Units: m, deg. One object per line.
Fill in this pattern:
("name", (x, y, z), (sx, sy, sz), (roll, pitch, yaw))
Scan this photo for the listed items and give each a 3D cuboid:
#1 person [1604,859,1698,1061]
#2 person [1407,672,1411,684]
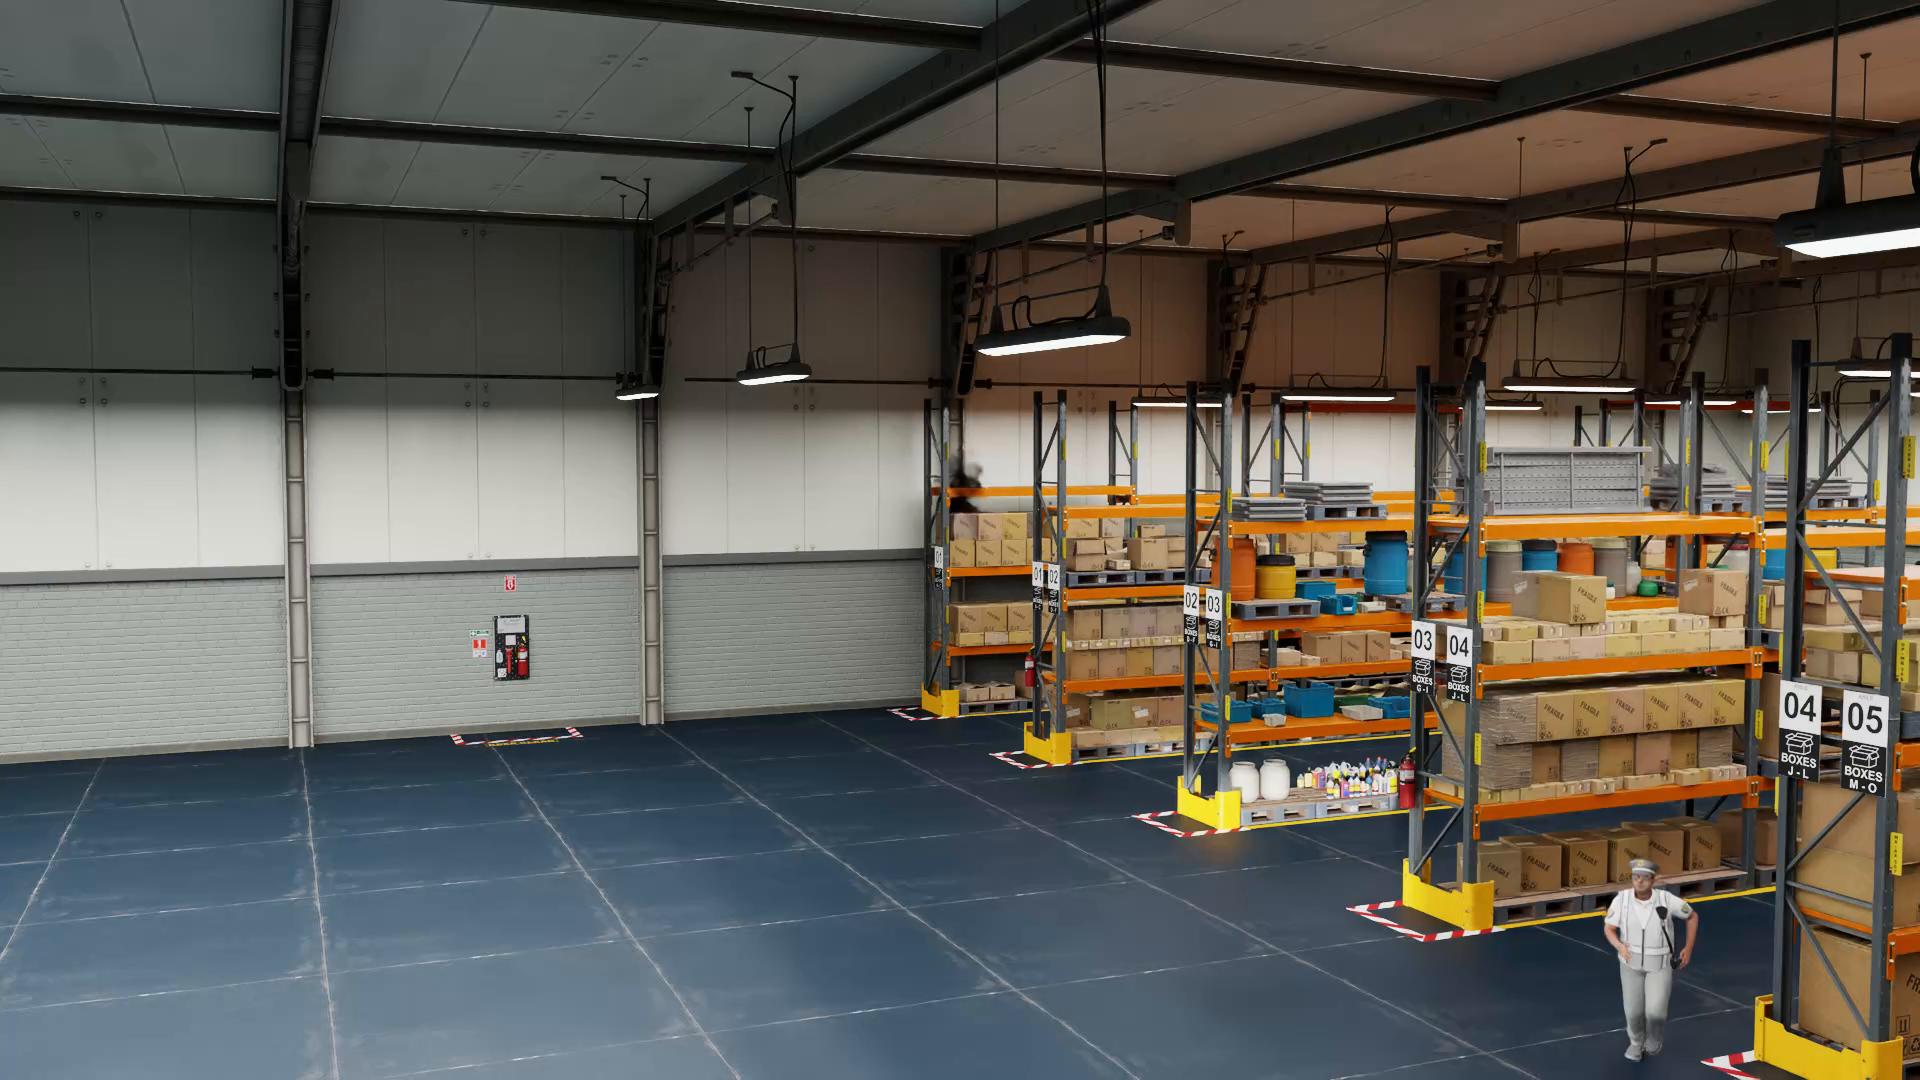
("person", (5.664, 3.484, 13.697), (0.693, 1.741, 0.747), (2, 4, 31))
("person", (8.894, 2.455, 32.065), (0.550, 1.628, 0.566), (-2, 4, -33))
